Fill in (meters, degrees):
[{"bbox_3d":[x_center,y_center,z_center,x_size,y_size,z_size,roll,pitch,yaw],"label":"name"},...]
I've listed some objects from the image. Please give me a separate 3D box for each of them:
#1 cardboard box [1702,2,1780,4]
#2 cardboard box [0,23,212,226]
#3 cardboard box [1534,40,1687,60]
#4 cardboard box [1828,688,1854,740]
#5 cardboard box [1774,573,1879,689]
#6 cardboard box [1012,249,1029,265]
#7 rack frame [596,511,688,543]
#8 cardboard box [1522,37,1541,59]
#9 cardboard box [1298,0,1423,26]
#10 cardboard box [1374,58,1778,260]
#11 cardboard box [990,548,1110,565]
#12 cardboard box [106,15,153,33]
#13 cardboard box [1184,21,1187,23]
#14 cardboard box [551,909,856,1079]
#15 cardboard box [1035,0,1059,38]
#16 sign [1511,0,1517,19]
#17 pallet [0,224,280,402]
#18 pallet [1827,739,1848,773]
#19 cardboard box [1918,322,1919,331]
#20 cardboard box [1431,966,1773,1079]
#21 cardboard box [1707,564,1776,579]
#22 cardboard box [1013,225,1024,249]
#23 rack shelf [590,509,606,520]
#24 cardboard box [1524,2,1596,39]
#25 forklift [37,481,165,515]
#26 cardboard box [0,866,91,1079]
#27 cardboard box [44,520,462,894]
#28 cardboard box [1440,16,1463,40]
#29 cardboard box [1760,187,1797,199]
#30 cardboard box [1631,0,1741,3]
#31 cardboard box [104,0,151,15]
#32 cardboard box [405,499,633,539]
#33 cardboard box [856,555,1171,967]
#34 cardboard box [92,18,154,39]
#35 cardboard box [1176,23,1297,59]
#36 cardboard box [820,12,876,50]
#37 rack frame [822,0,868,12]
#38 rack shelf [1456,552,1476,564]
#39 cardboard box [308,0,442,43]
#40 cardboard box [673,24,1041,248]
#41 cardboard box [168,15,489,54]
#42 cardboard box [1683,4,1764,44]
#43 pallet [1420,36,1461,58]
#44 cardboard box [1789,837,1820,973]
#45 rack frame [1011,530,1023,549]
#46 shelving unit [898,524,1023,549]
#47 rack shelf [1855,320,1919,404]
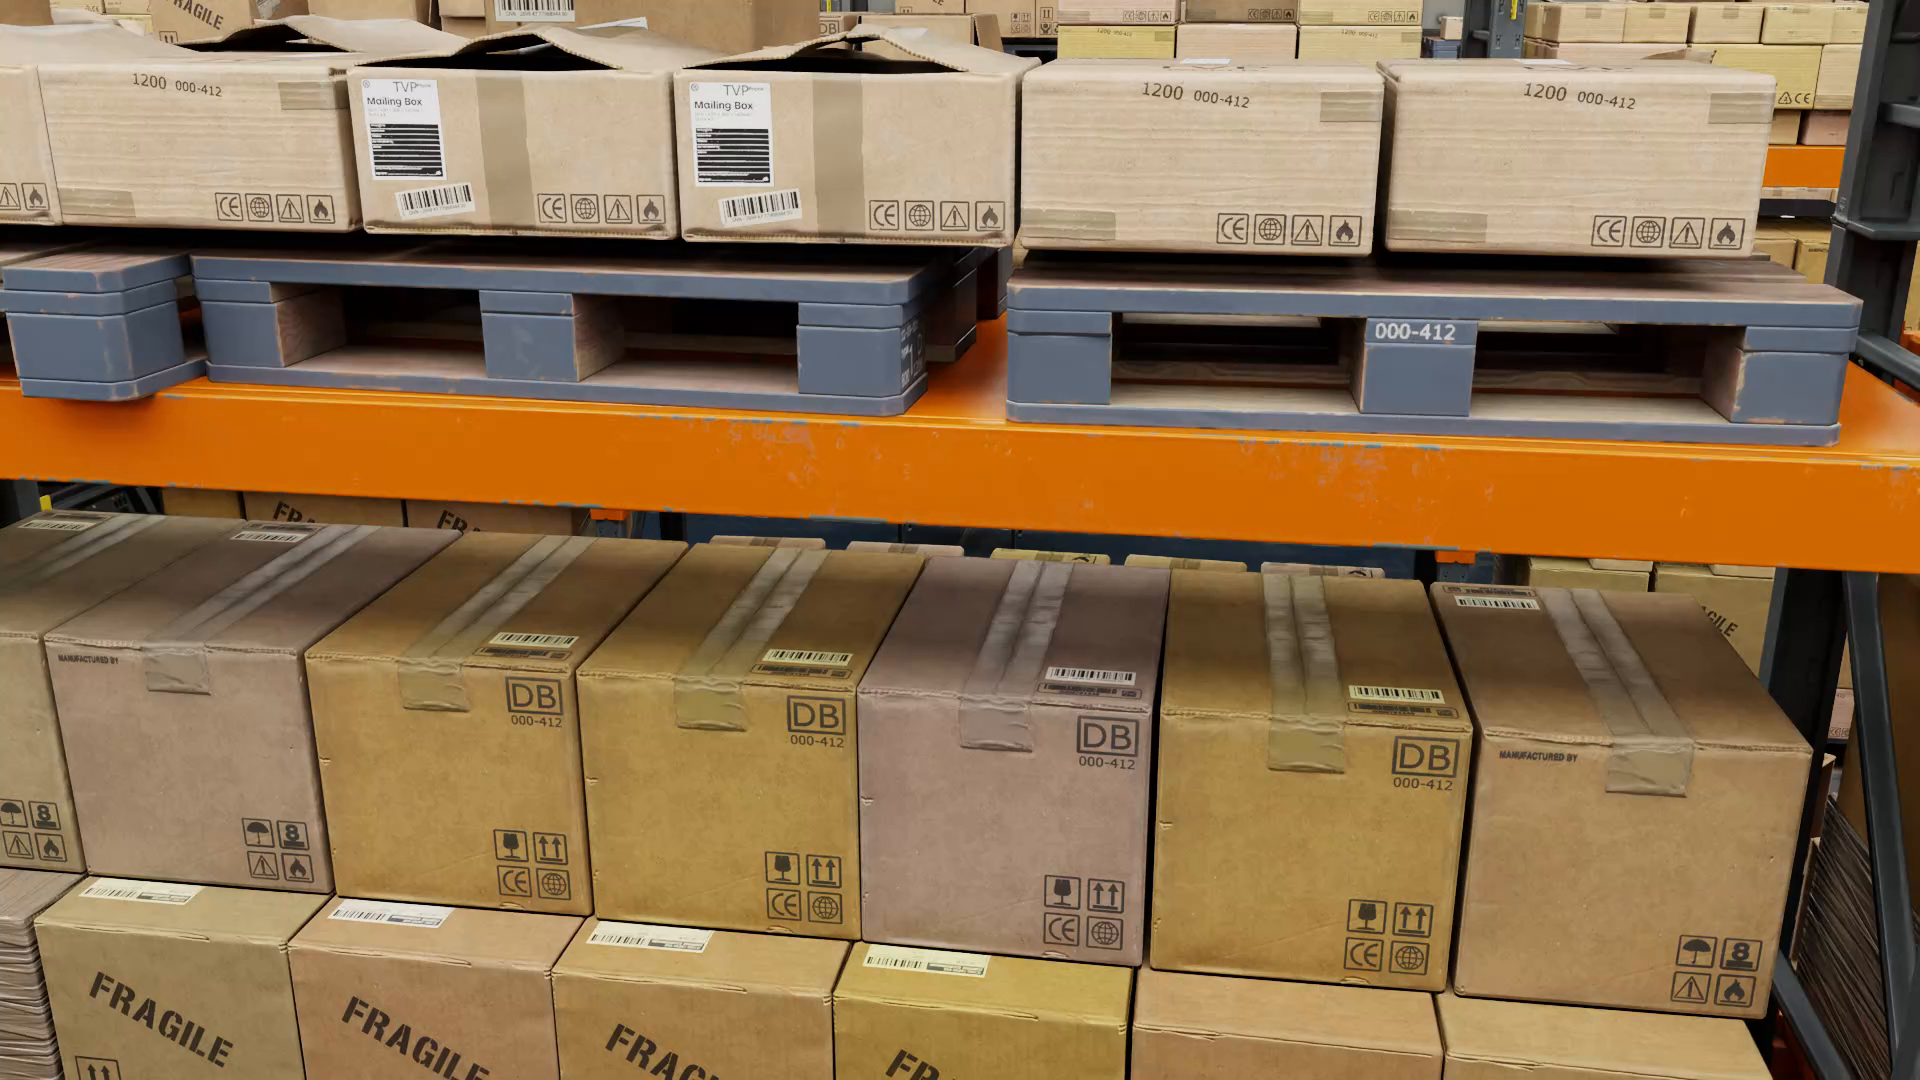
[{"bbox_3d":[3.447,-2.304,7.374,0.250,0.149,0.380,3,19,10],"label":"cardboard box"},{"bbox_3d":[-1.644,-0.739,2.878,0.500,0.311,0.500,3,19,9],"label":"cardboard box"},{"bbox_3d":[2.702,-1.957,6.964,0.500,0.250,0.500,3,19,7],"label":"cardboard box"},{"bbox_3d":[3.904,0.696,7.667,0.500,0.250,0.500,3,19,8],"label":"cardboard box"},{"bbox_3d":[3.893,0.341,7.546,0.500,0.500,0.500,4,19,12],"label":"cardboard box"},{"bbox_3d":[0.404,-1.150,8.224,0.500,0.500,0.500,2,19,6],"label":"cardboard box"},{"bbox_3d":[-1.638,-0.773,8.387,0.127,3.000,1.000,3,19,9],"label":"rack frame"},{"bbox_3d":[2.792,-2.127,7.472,0.500,0.250,0.500,3,19,8],"label":"cardboard box"},{"bbox_3d":[1.719,-2.349,7.156,0.500,0.250,0.500,3,19,10],"label":"cardboard box"},{"bbox_3d":[0.903,-0.600,2.558,0.500,0.250,0.500,3,19,9],"label":"cardboard box"},{"bbox_3d":[0.396,0.380,8.421,0.625,0.372,0.950,4,19,10],"label":"cardboard box"},{"bbox_3d":[-6.339,-4.021,13.132,0.500,0.250,0.500,3,19,10],"label":"cardboard box"},{"bbox_3d":[1.297,-2.303,7.806,0.500,0.250,0.500,3,19,8],"label":"cardboard box"},{"bbox_3d":[-0.431,0.918,3.174,0.500,0.500,0.500,3,19,8],"label":"cardboard box"},{"bbox_3d":[0.827,-3.881,11.971,0.500,0.500,0.500,3,19,10],"label":"cardboard box"},{"bbox_3d":[2.227,-2.253,6.645,0.005,0.325,0.100,3,19,9],"label":"sign"},{"bbox_3d":[-1.679,-0.535,3.244,1.003,0.211,1.213,4,19,11],"label":"pallet"},{"bbox_3d":[4.188,0.834,7.979,1.213,0.211,1.003,3,19,9],"label":"pallet"},{"bbox_3d":[4.233,-1.081,7.103,0.500,0.500,0.700,3,19,8],"label":"cardboard box"},{"bbox_3d":[1.068,0.994,2.948,0.500,0.500,0.500,3,19,8],"label":"cardboard box"},{"bbox_3d":[3.473,0.034,7.441,0.250,0.149,0.380,4,19,11],"label":"cardboard box"},{"bbox_3d":[0.553,-2.338,12.513,0.500,0.250,0.500,2,19,7],"label":"cardboard box"},{"bbox_3d":[-3.613,-0.533,8.802,4.000,0.370,1.077,3,19,9],"label":"rack shelf"},{"bbox_3d":[2.659,-2.306,7.380,0.250,0.149,0.380,3,19,10],"label":"cardboard box"},{"bbox_3d":[-3.114,0.013,6.145,3.031,2.935,1.130,4,19,11],"label":"forklift"},{"bbox_3d":[-1.923,0.842,3.401,0.500,0.500,0.500,3,19,9],"label":"cardboard box"},{"bbox_3d":[-1.382,0.312,3.411,0.500,0.500,0.700,3,19,8],"label":"cardboard box"},{"bbox_3d":[3.490,-3.560,11.564,0.250,0.149,0.380,3,19,10],"label":"cardboard box"},{"bbox_3d":[5.637,-2.396,11.587,0.250,0.149,0.380,3,19,10],"label":"cardboard box"},{"bbox_3d":[5.002,-3.714,11.467,0.637,0.503,0.797,4,19,10],"label":"cardboard box"},{"bbox_3d":[-6.342,-4.260,13.061,0.500,0.250,0.500,3,19,10],"label":"cardboard box"},{"bbox_3d":[-2.307,-0.026,8.840,0.875,0.875,0.875,3,19,8],"label":"cardboard box"},{"bbox_3d":[0.128,0.388,3.182,0.500,0.500,0.700,3,19,9],"label":"cardboard box"},{"bbox_3d":[-3.839,-2.331,7.865,0.258,0.266,0.396,4,19,13],"label":"cardboard box"},{"bbox_3d":[1.213,-2.134,7.300,0.500,0.250,0.500,3,19,9],"label":"cardboard box"},{"bbox_3d":[-0.704,-2.193,7.744,0.500,0.500,0.700,3,19,9],"label":"cardboard box"},{"bbox_3d":[-0.854,-5.174,12.084,0.127,3.000,1.000,3,19,9],"label":"rack frame"},{"bbox_3d":[4.286,-0.130,7.599,4.000,0.370,1.077,3,19,9],"label":"rack shelf"},{"bbox_3d":[-2.646,-2.433,7.800,0.500,0.500,0.700,2,19,6],"label":"cardboard box"},{"bbox_3d":[-0.140,-0.662,2.649,0.500,0.311,0.500,2,19,7],"label":"cardboard box"},{"bbox_3d":[-1.244,-0.886,3.317,0.500,0.311,0.500,3,19,9],"label":"cardboard box"},{"bbox_3d":[3.091,-2.115,6.810,0.250,0.149,0.380,2,19,7],"label":"cardboard box"},{"bbox_3d":[3.941,-3.473,11.868,1.213,0.211,1.003,3,19,9],"label":"pallet"},{"bbox_3d":[3.200,1.409,5.585,0.503,0.637,0.797,3,19,9],"label":"cardboard box"},{"bbox_3d":[0.368,-0.692,10.509,0.023,1.500,0.400,3,19,9],"label":"rack frame"},{"bbox_3d":[0.007,-0.711,10.564,0.755,1.500,0.431,3,19,9],"label":"shelving unit"},{"bbox_3d":[3.601,0.003,2.473,4.000,0.370,1.077,3,19,9],"label":"rack shelf"}]
